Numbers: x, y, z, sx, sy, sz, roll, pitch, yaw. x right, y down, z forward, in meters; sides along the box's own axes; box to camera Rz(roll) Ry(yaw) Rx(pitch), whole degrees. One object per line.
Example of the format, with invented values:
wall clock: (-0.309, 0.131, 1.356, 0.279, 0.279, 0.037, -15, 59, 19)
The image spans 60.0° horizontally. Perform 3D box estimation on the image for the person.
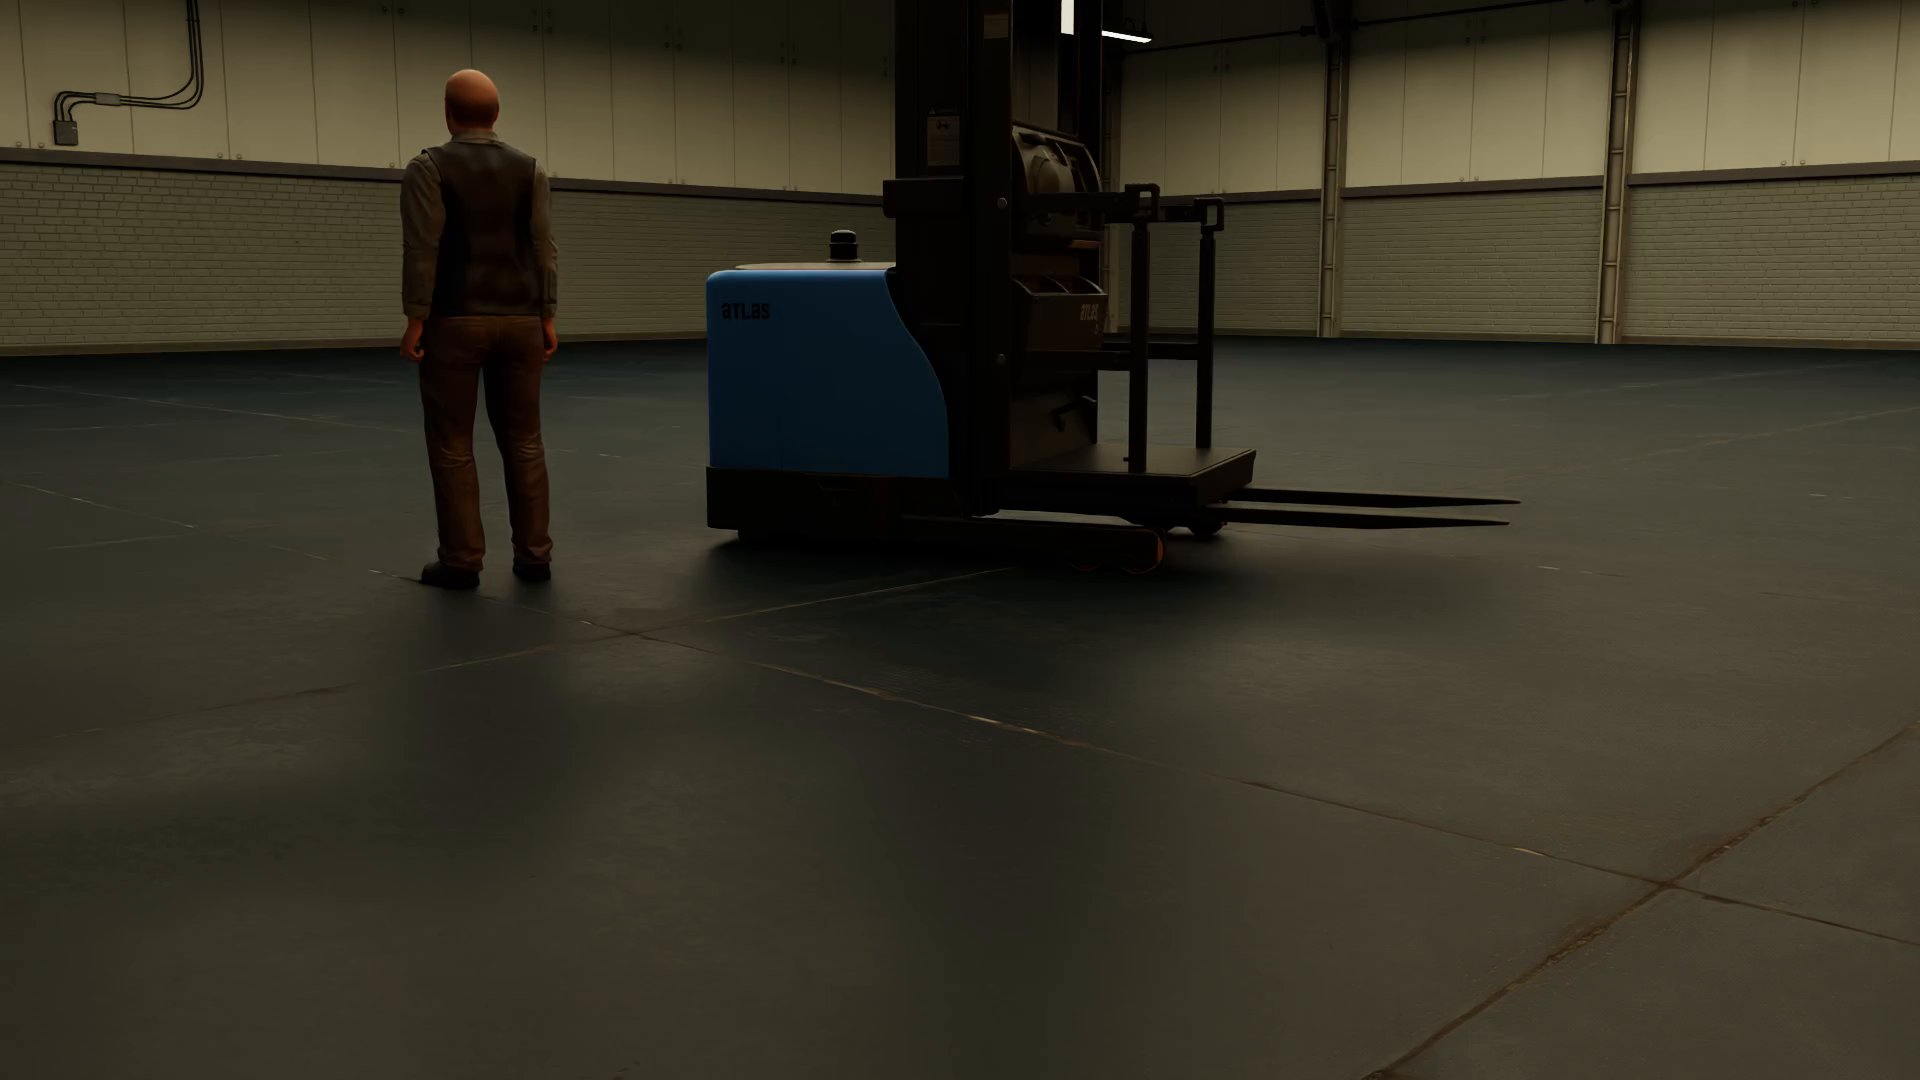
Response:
person: (-1.639, -0.711, 5.660, 0.544, 1.725, 0.356, -7, 11, -38)

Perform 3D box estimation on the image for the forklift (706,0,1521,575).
forklift: (0.565, -1.416, 6.275, 3.031, 2.935, 1.130, 3, 9, 22)
